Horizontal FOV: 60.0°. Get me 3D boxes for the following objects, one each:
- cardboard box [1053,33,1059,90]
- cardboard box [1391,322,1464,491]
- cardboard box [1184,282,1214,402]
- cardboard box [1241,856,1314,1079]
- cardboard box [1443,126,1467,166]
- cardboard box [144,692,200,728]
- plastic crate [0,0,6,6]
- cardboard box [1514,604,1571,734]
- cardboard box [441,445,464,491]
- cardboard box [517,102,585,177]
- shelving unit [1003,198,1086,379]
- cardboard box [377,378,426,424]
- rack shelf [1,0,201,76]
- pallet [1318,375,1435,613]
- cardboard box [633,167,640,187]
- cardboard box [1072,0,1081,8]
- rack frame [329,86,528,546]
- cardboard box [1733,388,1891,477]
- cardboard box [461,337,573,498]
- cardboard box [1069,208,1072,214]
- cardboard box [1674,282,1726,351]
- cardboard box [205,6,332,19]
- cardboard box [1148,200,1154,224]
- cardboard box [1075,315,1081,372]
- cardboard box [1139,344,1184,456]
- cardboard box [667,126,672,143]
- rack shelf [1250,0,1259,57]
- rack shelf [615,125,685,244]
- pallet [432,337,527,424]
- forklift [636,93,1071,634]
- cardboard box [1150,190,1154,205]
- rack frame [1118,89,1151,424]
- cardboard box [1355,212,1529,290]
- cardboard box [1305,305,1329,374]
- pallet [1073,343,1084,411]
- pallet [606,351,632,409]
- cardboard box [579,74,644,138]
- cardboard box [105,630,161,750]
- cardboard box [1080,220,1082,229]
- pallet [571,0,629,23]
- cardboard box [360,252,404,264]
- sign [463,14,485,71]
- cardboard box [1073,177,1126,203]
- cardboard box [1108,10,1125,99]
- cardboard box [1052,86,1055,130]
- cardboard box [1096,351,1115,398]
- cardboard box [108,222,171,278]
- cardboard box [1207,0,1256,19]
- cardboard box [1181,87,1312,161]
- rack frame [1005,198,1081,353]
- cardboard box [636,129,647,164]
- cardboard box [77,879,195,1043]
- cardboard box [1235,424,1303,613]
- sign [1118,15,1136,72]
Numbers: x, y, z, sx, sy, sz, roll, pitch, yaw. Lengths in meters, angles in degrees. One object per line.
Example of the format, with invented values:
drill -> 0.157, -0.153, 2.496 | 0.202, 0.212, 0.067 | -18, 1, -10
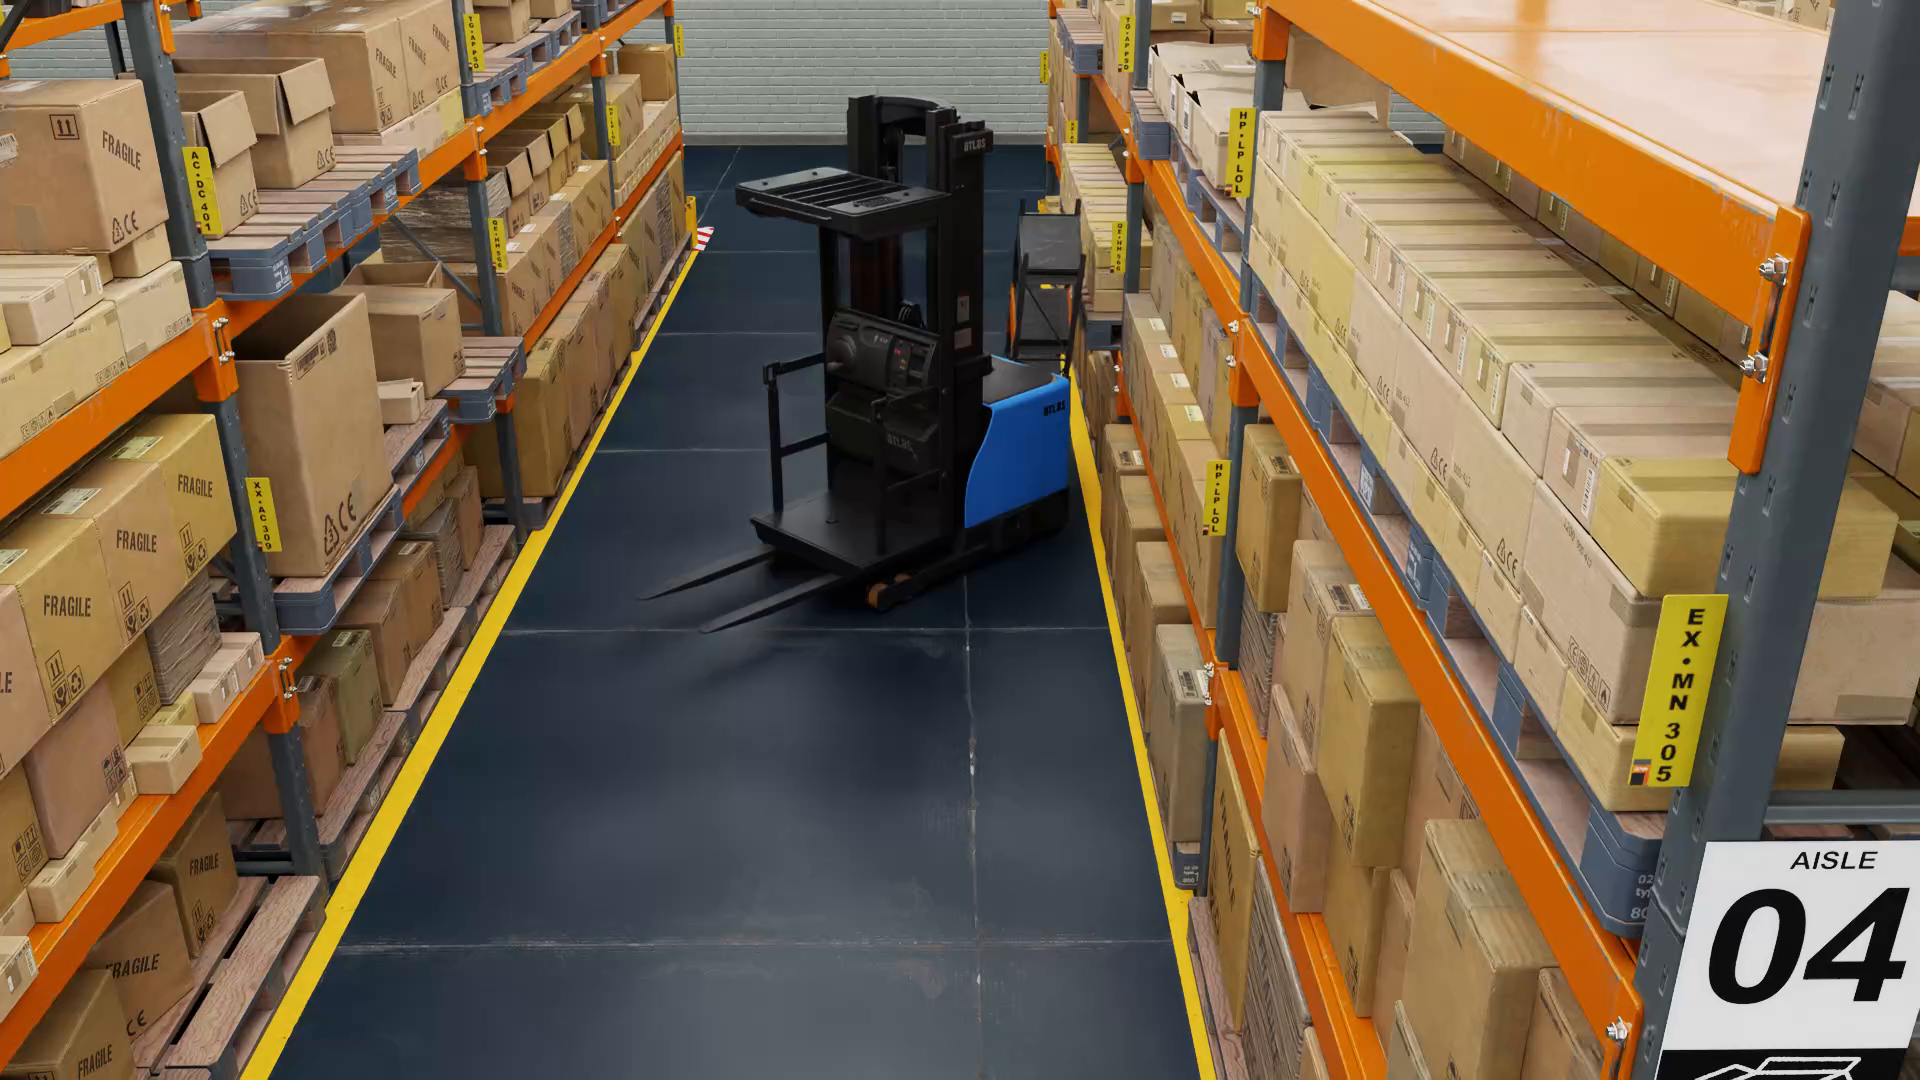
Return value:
cardboard box -> 1.178, -4.655, 16.207 | 0.500, 0.500, 0.500 | -1, 24, -2
cardboard box -> 1.324, -0.318, 3.863 | 0.500, 0.250, 0.500 | 0, 24, -1
cardboard box -> 1.546, -1.016, 8.522 | 0.700, 0.500, 0.500 | 0, 24, -1
cardboard box -> 1.525, 1.726, 5.864 | 0.875, 0.875, 0.875 | 0, 24, 0
cardboard box -> 1.897, -1.385, 5.739 | 0.380, 0.149, 0.250 | 0, 24, -1
cardboard box -> -3.154, 0.707, 6.353 | 0.380, 0.149, 0.250 | 0, 24, -1
plastic crate -> -8.755, -5.022, 15.218 | 0.437, 0.282, 0.530 | 0, 24, -1
cardboard box -> 1.273, 0.238, 3.118 | 0.380, 0.149, 0.250 | 0, 24, 0
cardboard box -> -3.393, -0.477, 10.254 | 0.500, 0.250, 0.500 | 1, 24, 2
cardboard box -> -3.459, -3.237, 13.430 | 0.797, 0.503, 0.637 | -1, 24, -2
shelving unit -> 0.554, -1.441, 11.586 | 0.431, 2.100, 0.503 | 0, 56, -3
cardboard box -> -3.142, -0.794, 9.019 | 0.396, 0.266, 0.258 | -1, 24, -2
rack shelf -> -8.448, -4.839, 15.542 | 1.077, 0.370, 4.000 | 0, 24, -1
pallet -> 1.583, -0.170, 4.453 | 1.003, 0.211, 1.213 | 0, 24, -1
cardboard box -> -3.155, -3.332, 15.282 | 0.380, 0.149, 0.250 | -1, 24, -2
cardboard box -> 1.212, -4.478, 14.053 | 0.500, 0.250, 0.500 | 0, 24, 1
rack frame -> -3.430, -1.350, 10.594 | 1.000, 3.000, 0.127 | 0, 24, -1
cardboard box -> 1.863, -0.114, 3.412 | 0.500, 0.250, 0.500 | -1, 24, -1
cardboard box -> -3.417, -0.857, 11.575 | 1.225, 0.875, 0.875 | -1, 24, -3
cardboard box -> 1.044, -2.466, 12.857 | 0.380, 0.149, 0.250 | -1, 24, -3
cardboard box -> 1.920, -0.549, 3.890 | 0.380, 0.149, 0.250 | -1, 24, -1
cardboard box -> -3.680, -2.586, 8.960 | 0.500, 0.500, 0.500 | 0, 24, 0
cardboard box -> 1.696, -2.580, 13.109 | 0.380, 0.149, 0.250 | -1, 24, -3
cardboard box -> 1.230, -1.725, 13.949 | 0.500, 0.500, 0.500 | 1, 24, 1
cardboard box -> 1.279, -0.772, 9.197 | 0.500, 0.500, 0.500 | 0, 24, -1
cardboard box -> -3.178, -4.175, 17.147 | 0.380, 0.149, 0.250 | 0, 24, 0
rack shelf -> 1.552, -2.730, 7.724 | 1.077, 0.370, 4.000 | 0, 24, -1
rack shelf -> -3.496, -3.494, 16.209 | 1.077, 0.370, 4.000 | 0, 24, -1
pallet -> -3.316, -0.969, 9.986 | 1.213, 0.211, 1.003 | 0, 24, -1
forklift -> -0.642, -1.139, 10.212 | 1.130, 2.935, 3.031 | 22, 32, 40
cardboard box -> 1.700, -2.705, 13.024 | 0.380, 0.149, 0.250 | -1, 24, -2
rack frame -> 1.531, -1.330, 10.552 | 1.000, 3.000, 0.127 | 0, 24, -1
cardboard box -> 1.255, -0.756, 4.348 | 0.380, 0.149, 0.250 | 0, 24, -1
cardboard box -> 1.251, -0.600, 4.972 | 0.380, 0.149, 0.250 | -1, 24, -1
pallet -> 1.497, -1.387, 14.061 | 1.003, 0.211, 1.213 | 0, 24, -1
pallet -> -3.390, -1.410, 14.111 | 1.003, 0.211, 1.213 | 0, 24, -1
cardboard box -> -3.231, -4.023, 15.415 | 0.500, 0.500, 0.500 | -1, 24, -2
cardboard box -> -3.473, 0.509, 6.002 | 0.875, 0.500, 0.500 | 0, 24, -1
cardboard box -> 1.054, -2.276, 12.076 | 0.380, 0.149, 0.250 | 0, 24, 1
pallet -> -3.472, -4.661, 14.384 | 1.003, 0.211, 1.213 | 0, 24, -1
cardboard box -> -3.683, -1.598, 11.021 | 0.500, 0.500, 0.500 | 0, 24, 1
sign -> -2.888, -2.954, 9.873 | 0.100, 0.325, 0.005 | 0, 24, -1
cardboard box -> 1.047, -2.629, 12.497 | 0.380, 0.149, 0.250 | 1, 24, 1
cardboard box -> 1.252, -3.183, 10.886 | 0.500, 0.500, 0.500 | 0, 24, -1
cardboard box -> 1.203, -4.401, 16.859 | 0.500, 0.500, 0.500 | 0, 24, 0
cardboard box -> 1.245, -1.213, 11.906 | 0.500, 0.250, 0.500 | 0, 24, 0
cardboard box -> -3.094, -1.049, 5.987 | 0.380, 0.149, 0.250 | 0, 24, 1
cardboard box -> 1.796, -3.472, 10.596 | 0.396, 0.266, 0.258 | 0, 24, -1
cardboard box -> 1.335, -1.966, 7.795 | 0.500, 0.311, 0.500 | -1, 24, -2
rack frame -> 0.549, -1.644, 11.721 | 0.400, 2.100, 0.015 | 0, 56, -3
cardboard box -> -3.229, -3.678, 15.564 | 0.500, 0.250, 0.500 | 0, 24, 1
cardboard box -> -3.408, 1.647, 6.492 | 0.500, 0.500, 0.500 | 8, 25, 16
cardboard box -> 1.544, -0.090, 6.317 | 0.875, 0.550, 0.550 | 0, 24, -1
sign -> 0.988, -2.931, 9.823 | 0.100, 0.325, 0.005 | 0, 24, -1
